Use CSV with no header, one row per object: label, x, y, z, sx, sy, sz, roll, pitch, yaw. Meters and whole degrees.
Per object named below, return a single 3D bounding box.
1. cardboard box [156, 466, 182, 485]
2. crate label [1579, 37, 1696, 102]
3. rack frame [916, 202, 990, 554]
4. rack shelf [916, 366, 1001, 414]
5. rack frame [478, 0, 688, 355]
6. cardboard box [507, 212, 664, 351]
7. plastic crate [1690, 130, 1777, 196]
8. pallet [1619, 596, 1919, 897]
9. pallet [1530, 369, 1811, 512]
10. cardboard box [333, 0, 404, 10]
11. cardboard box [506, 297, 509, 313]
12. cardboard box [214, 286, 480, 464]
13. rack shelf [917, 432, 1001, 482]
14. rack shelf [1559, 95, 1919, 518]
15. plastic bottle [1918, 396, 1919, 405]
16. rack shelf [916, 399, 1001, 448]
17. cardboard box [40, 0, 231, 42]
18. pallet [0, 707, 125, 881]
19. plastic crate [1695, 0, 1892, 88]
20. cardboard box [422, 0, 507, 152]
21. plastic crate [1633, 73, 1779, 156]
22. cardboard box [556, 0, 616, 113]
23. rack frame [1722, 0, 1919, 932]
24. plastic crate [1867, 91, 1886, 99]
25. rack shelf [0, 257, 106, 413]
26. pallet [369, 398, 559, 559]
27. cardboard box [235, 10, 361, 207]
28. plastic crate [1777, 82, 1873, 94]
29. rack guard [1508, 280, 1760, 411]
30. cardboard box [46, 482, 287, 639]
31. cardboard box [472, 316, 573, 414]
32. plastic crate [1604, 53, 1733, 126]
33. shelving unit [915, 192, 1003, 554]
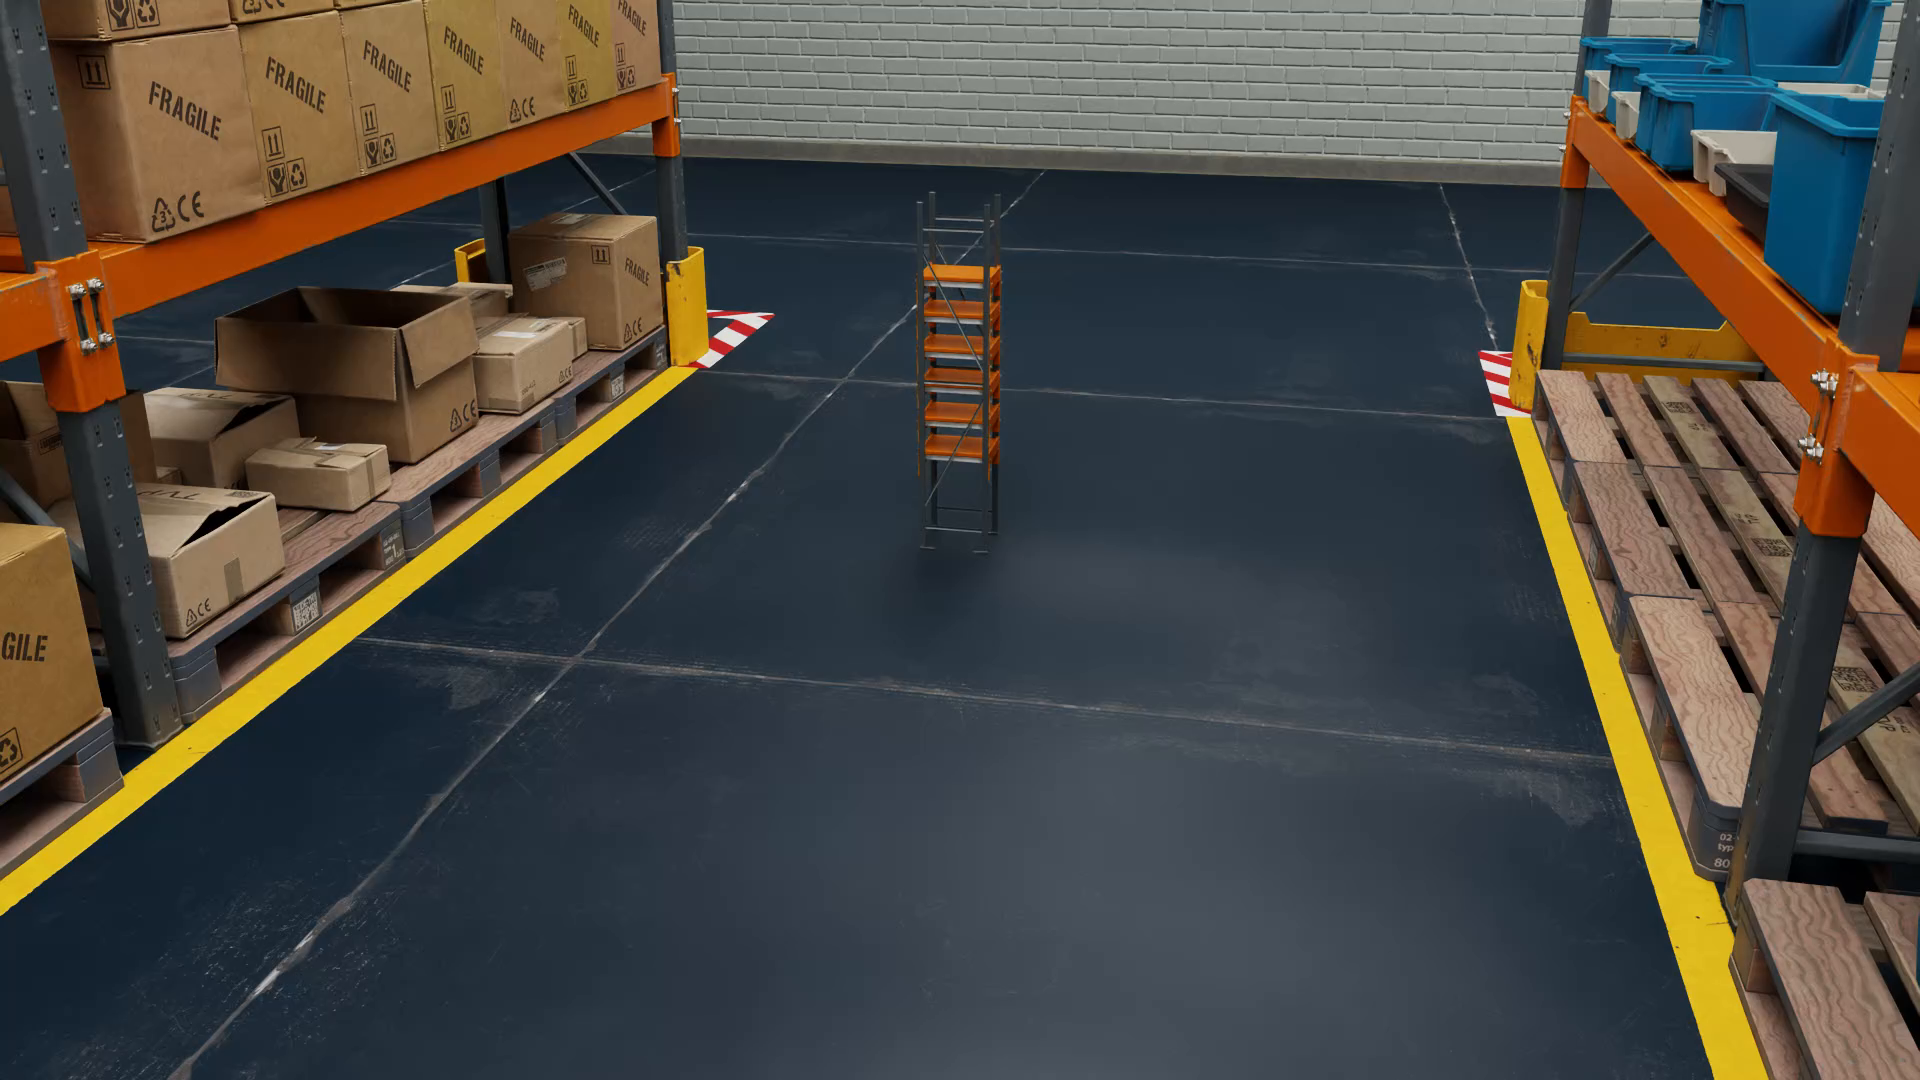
cardboard box,-2.771,-0.139,5.410,0.380,0.149,0.250,4,22,11
crate label,2.665,-1.854,6.586,0.416,0.233,0.303,4,22,11
rack frame,-0.022,-0.518,5.533,0.240,1.200,0.006,4,22,11
rack shelf,-0.003,-0.510,5.633,0.258,0.103,0.180,4,22,11
rack frame,-1.811,-2.348,7.669,1.000,3.000,0.127,4,22,11
cardboard box,-1.681,-1.175,7.513,0.500,0.500,0.500,4,22,11
plastic crate,2.282,-1.072,4.772,0.293,0.136,0.466,4,22,11
pallet,2.333,0.515,4.291,1.003,0.211,1.213,4,22,11
pallet,2.831,-0.377,6.507,1.003,0.211,1.213,4,22,11
cardboard box,-2.045,-1.923,5.141,0.500,0.500,0.500,4,22,9
cardboard box,-2.284,-1.020,7.574,0.380,0.166,0.250,4,22,11
cardboard box,-2.249,-0.619,6.128,0.797,0.503,0.637,4,22,11
rack shelf,-0.003,-0.287,5.723,0.258,0.103,0.180,4,22,11
rack shelf,2.629,-0.904,5.046,1.077,0.370,4.000,4,22,11
plastic bottle,1.729,-0.351,2.865,0.061,0.283,0.133,4,22,11
rack shelf,-0.003,-0.399,5.678,0.258,0.103,0.180,4,22,11
cardboard box,-2.256,-1.546,4.206,0.500,0.500,0.500,5,22,12
pallet,-2.756,0.709,3.812,1.003,0.211,1.213,4,22,11
plastic crate,3.152,-1.877,6.370,0.616,0.435,0.499,4,22,11
cardboard box,-1.948,-1.654,5.810,0.500,0.500,0.500,4,22,10
plastic crate,2.396,-1.373,5.390,0.416,0.233,0.300,4,22,11
cardboard box,-1.738,-2.020,6.720,0.500,0.500,0.500,5,22,11
rack frame,2.221,-0.506,3.095,1.000,3.000,0.127,4,22,11
plastic crate,2.713,-1.024,4.458,0.437,0.282,0.530,4,22,11
rack shelf,-3.035,0.180,2.355,1.077,0.370,4.000,4,22,11
pallet,-2.239,-0.290,6.292,1.003,0.211,1.213,4,22,11
cardboard box,-2.155,-1.285,4.894,0.500,0.500,0.500,5,22,12
plastic crate,3.048,-1.563,5.991,0.396,0.136,0.243,4,22,11
rack guard,3.030,-0.819,7.219,1.175,0.500,0.348,4,22,11
cardboard box,-2.330,0.021,4.797,0.500,0.311,0.500,4,22,11
cardboard box,-1.904,-0.714,6.703,0.500,0.250,0.500,4,22,11
plastic crate,2.530,-1.613,5.988,0.416,0.233,0.300,4,22,11
shelving unit,-0.003,-0.551,5.616,0.258,1.200,0.189,4,22,11
